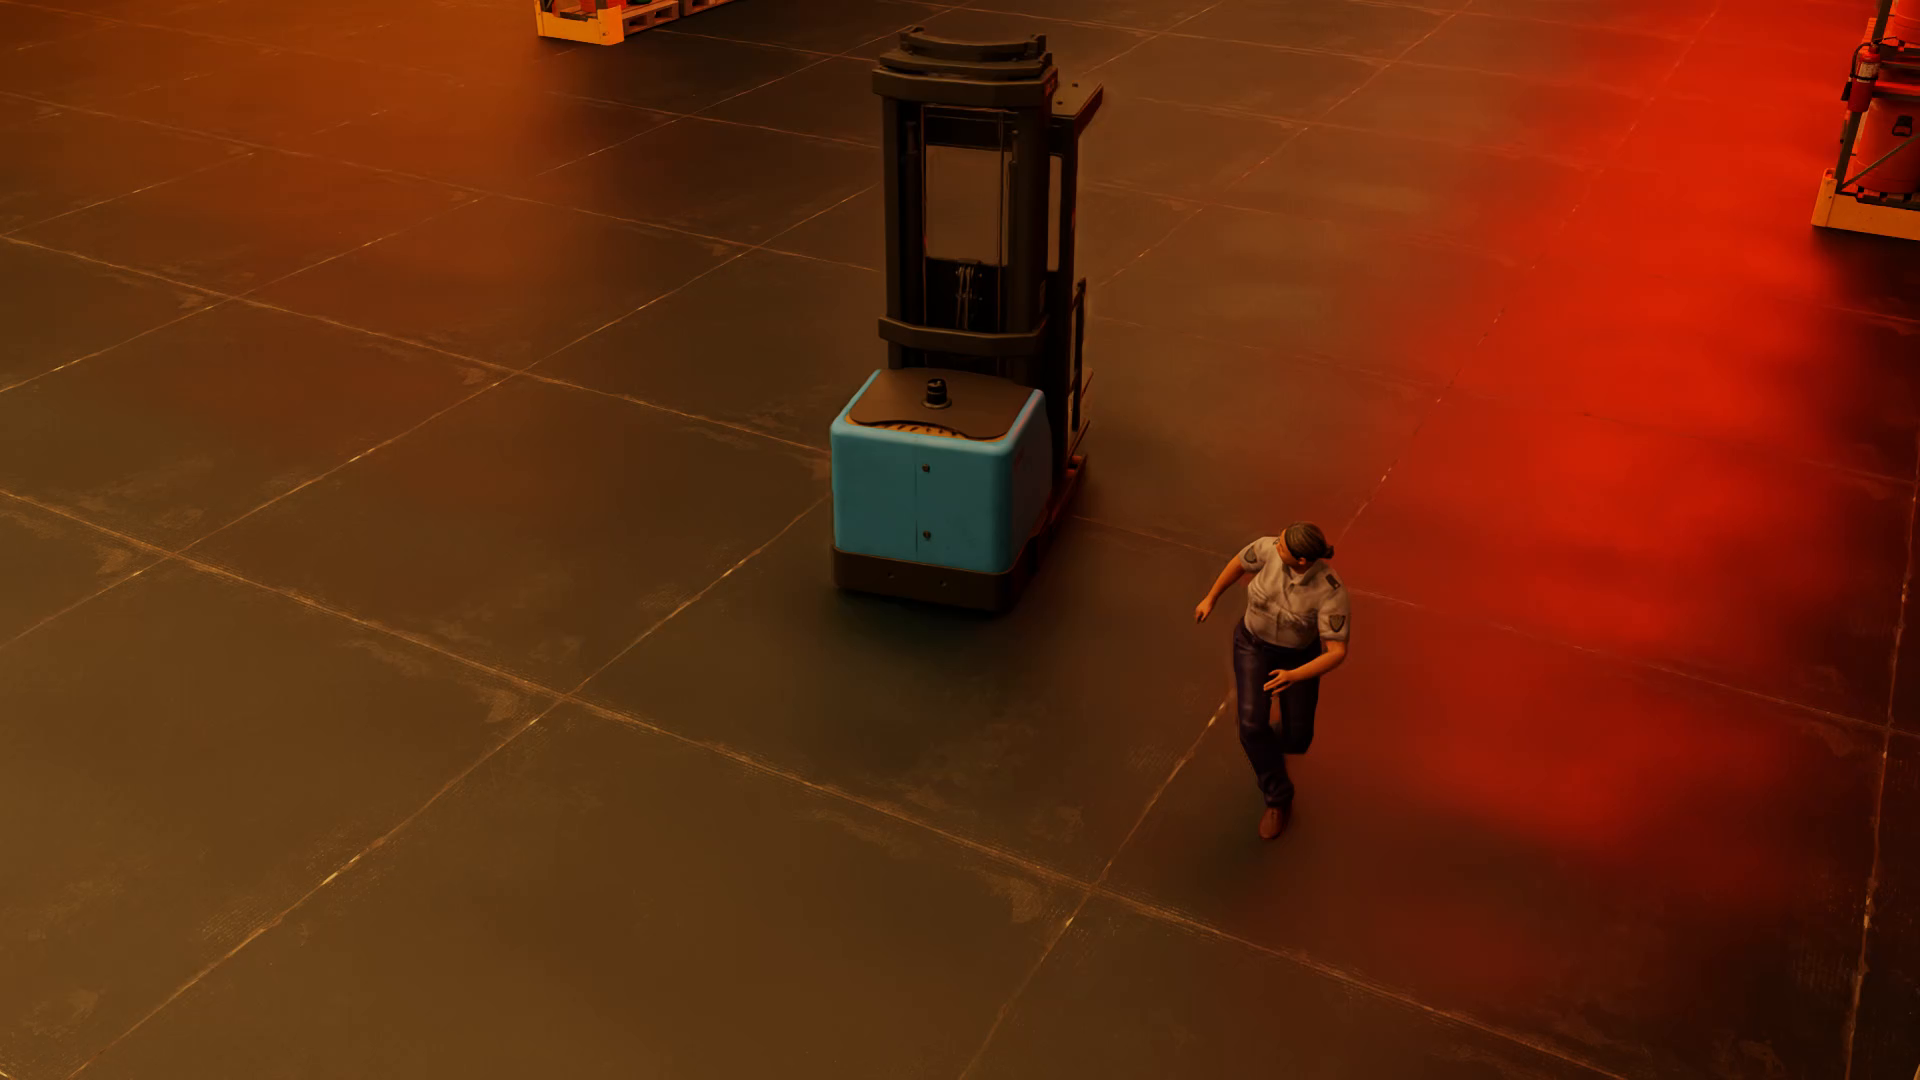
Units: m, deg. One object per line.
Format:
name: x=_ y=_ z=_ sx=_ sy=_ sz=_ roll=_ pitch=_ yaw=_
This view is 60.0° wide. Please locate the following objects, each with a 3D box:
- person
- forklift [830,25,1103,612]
person: x=1.374 y=0.558 z=7.551 sx=0.746 sy=1.534 sz=0.786 roll=10 pitch=32 yaw=17
forklift: x=0.182 y=-1.598 z=9.840 sx=1.130 sy=2.935 sz=3.031 roll=8 pitch=31 yaw=14
